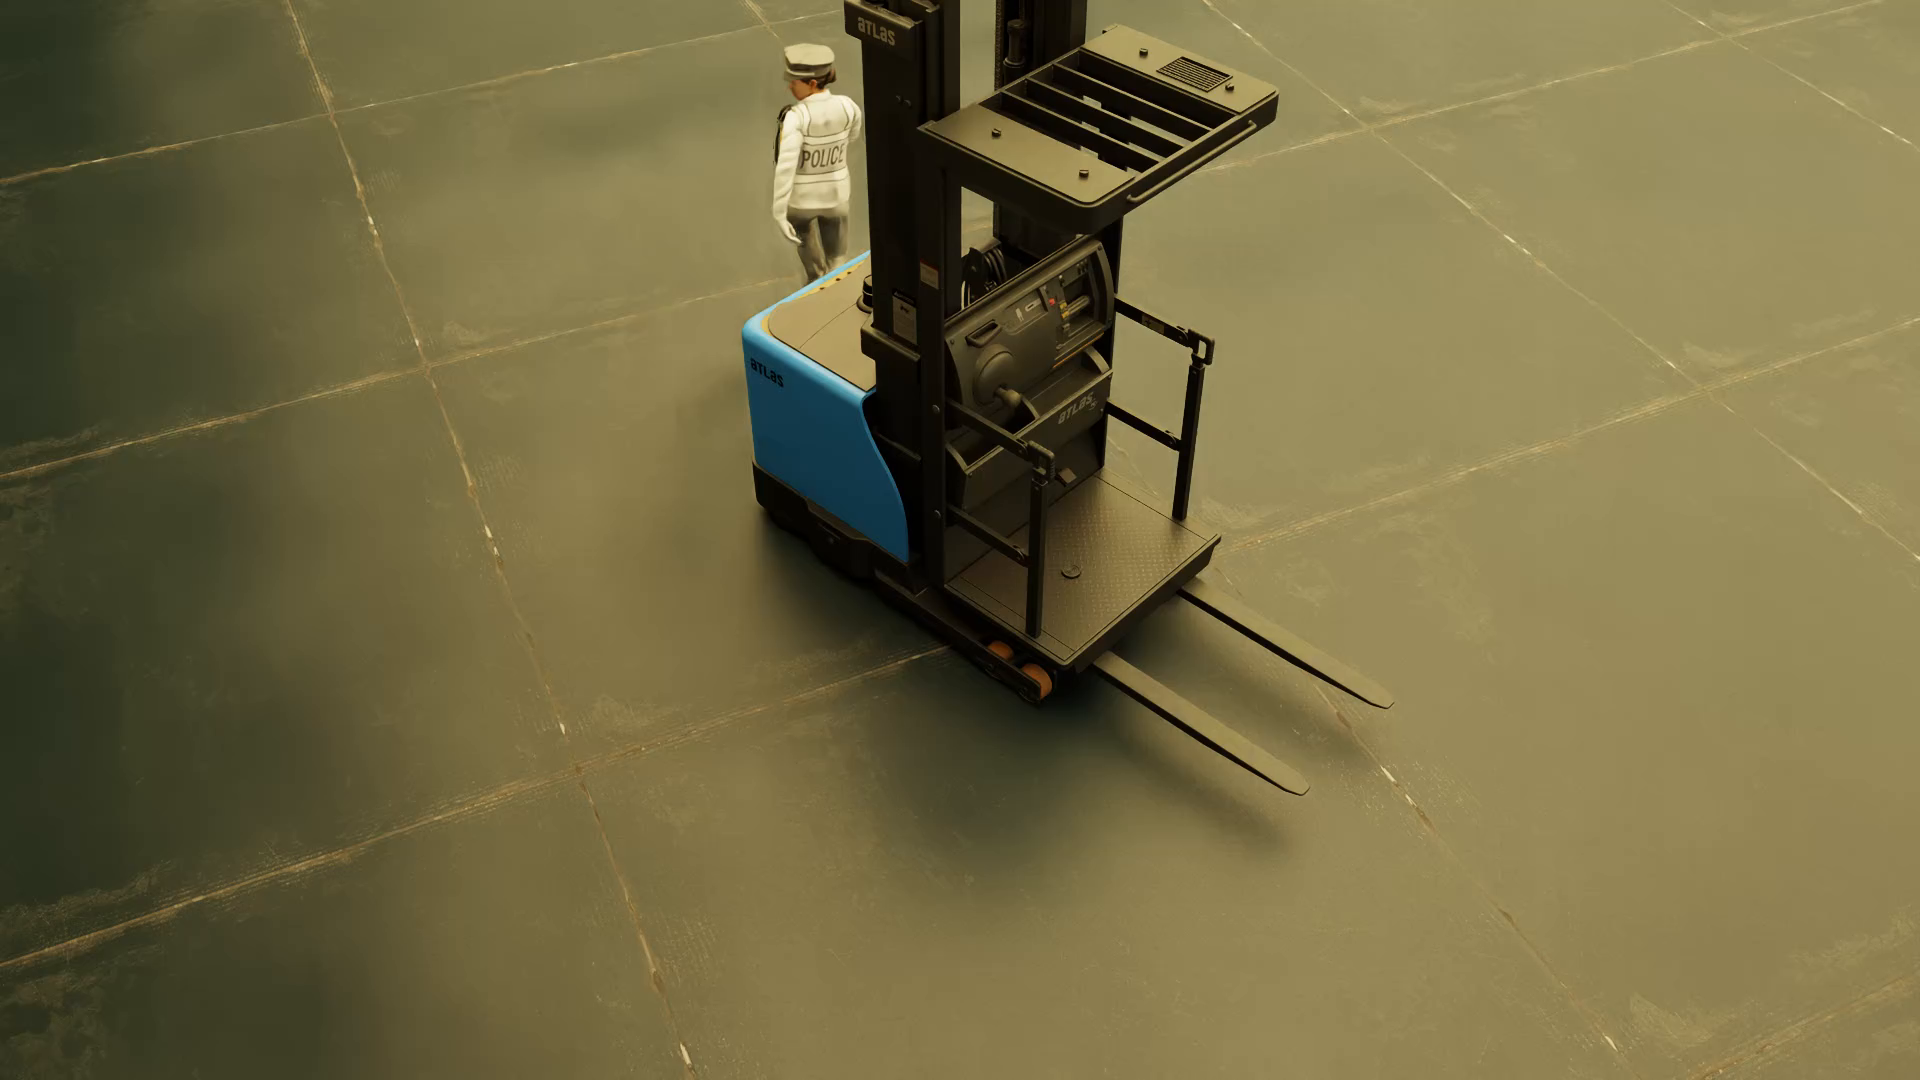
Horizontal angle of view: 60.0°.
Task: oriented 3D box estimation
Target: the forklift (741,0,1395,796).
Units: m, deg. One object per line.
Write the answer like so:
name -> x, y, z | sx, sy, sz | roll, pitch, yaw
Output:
forklift -> 0.445, -0.788, 6.525 | 3.031, 2.935, 1.130 | 32, 52, 30

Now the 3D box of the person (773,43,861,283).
person -> -0.744, -1.787, 8.598 | 0.520, 1.625, 0.873 | -8, 44, -8
